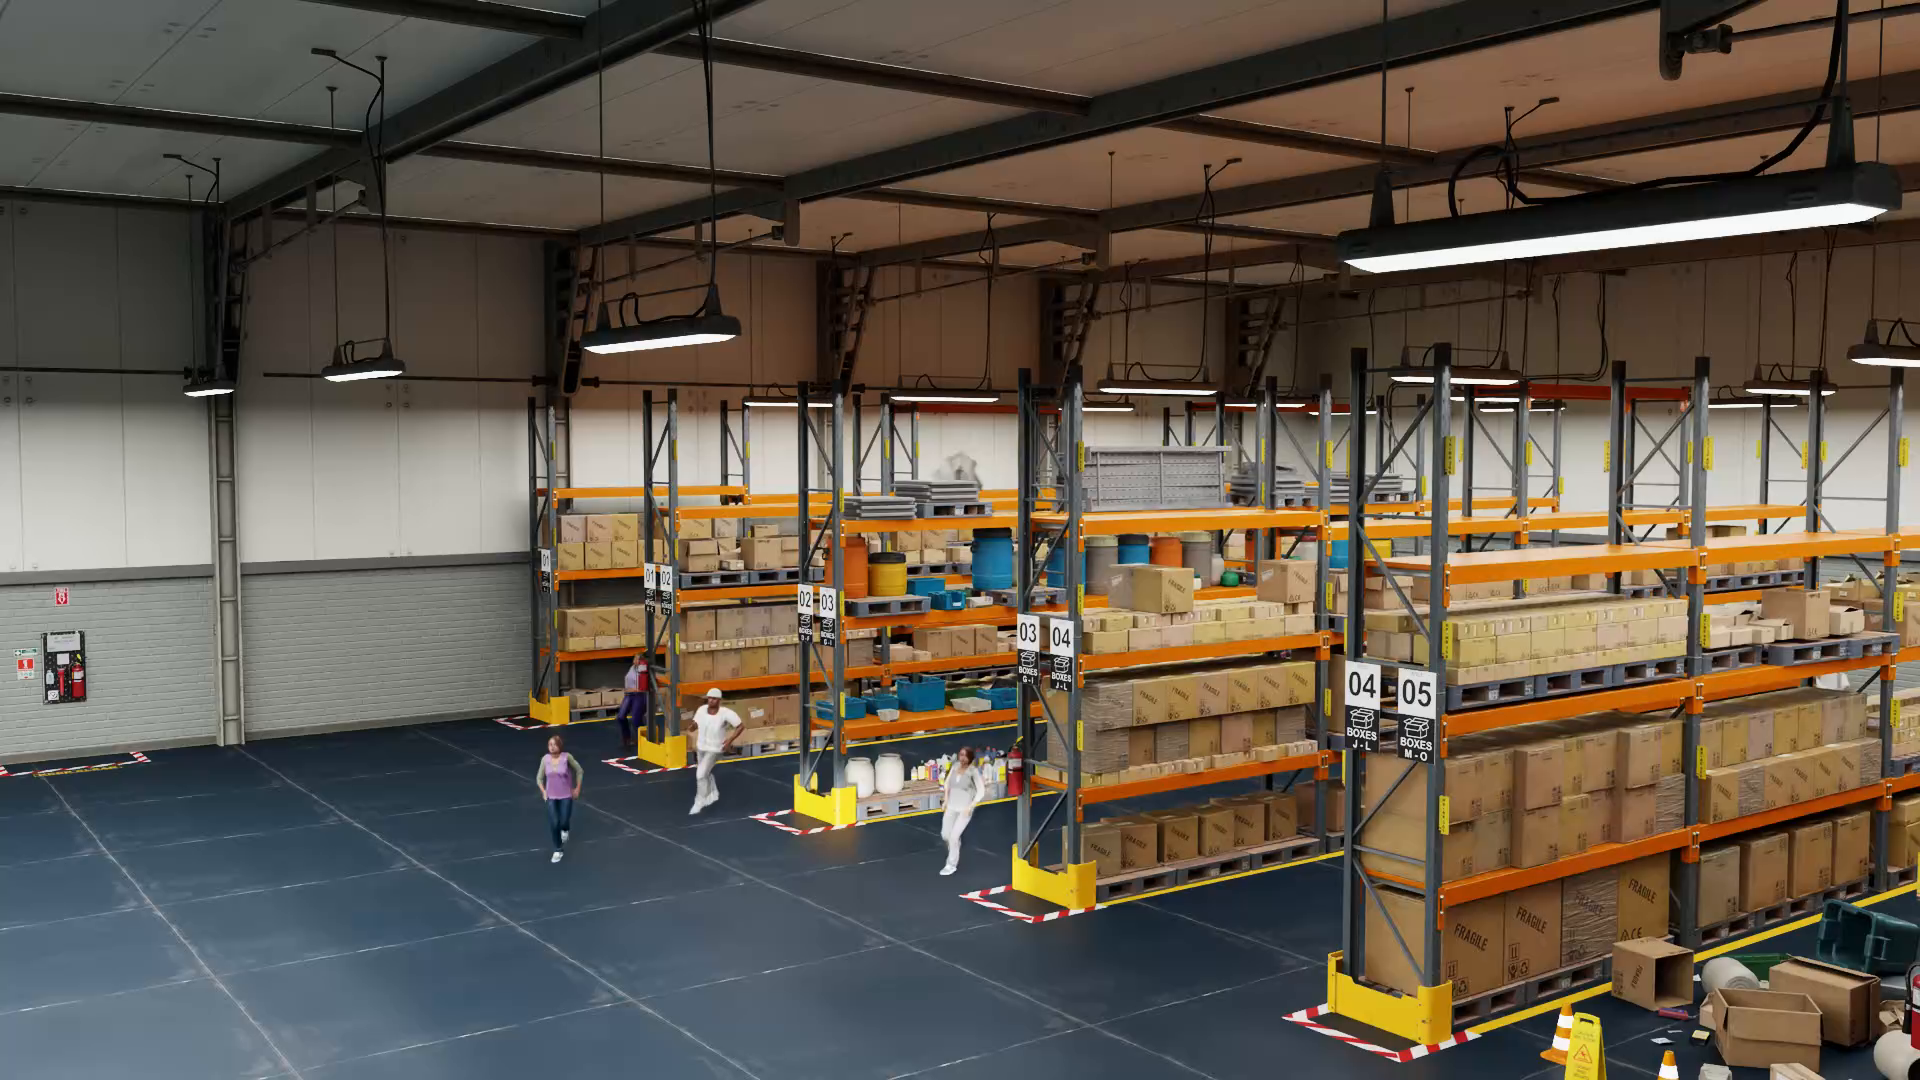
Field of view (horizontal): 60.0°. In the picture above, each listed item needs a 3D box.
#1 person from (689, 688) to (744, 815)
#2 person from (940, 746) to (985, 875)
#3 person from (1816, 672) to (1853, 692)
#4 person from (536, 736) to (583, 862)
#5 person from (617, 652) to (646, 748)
[{"bbox_3d":[-3.448,2.938,23.166,0.703,1.780,0.713,2,4,34],"label":"person"},{"bbox_3d":[0.045,3.258,19.905,0.583,1.471,0.524,2,4,26],"label":"person"},{"bbox_3d":[14.953,2.623,28.572,0.763,1.702,0.617,-2,4,-27],"label":"person"},{"bbox_3d":[-4.945,3.182,20.536,0.561,1.564,0.608,0,3,-4],"label":"person"},{"bbox_3d":[-5.466,2.711,28.074,0.618,1.650,0.611,2,4,28],"label":"person"}]
